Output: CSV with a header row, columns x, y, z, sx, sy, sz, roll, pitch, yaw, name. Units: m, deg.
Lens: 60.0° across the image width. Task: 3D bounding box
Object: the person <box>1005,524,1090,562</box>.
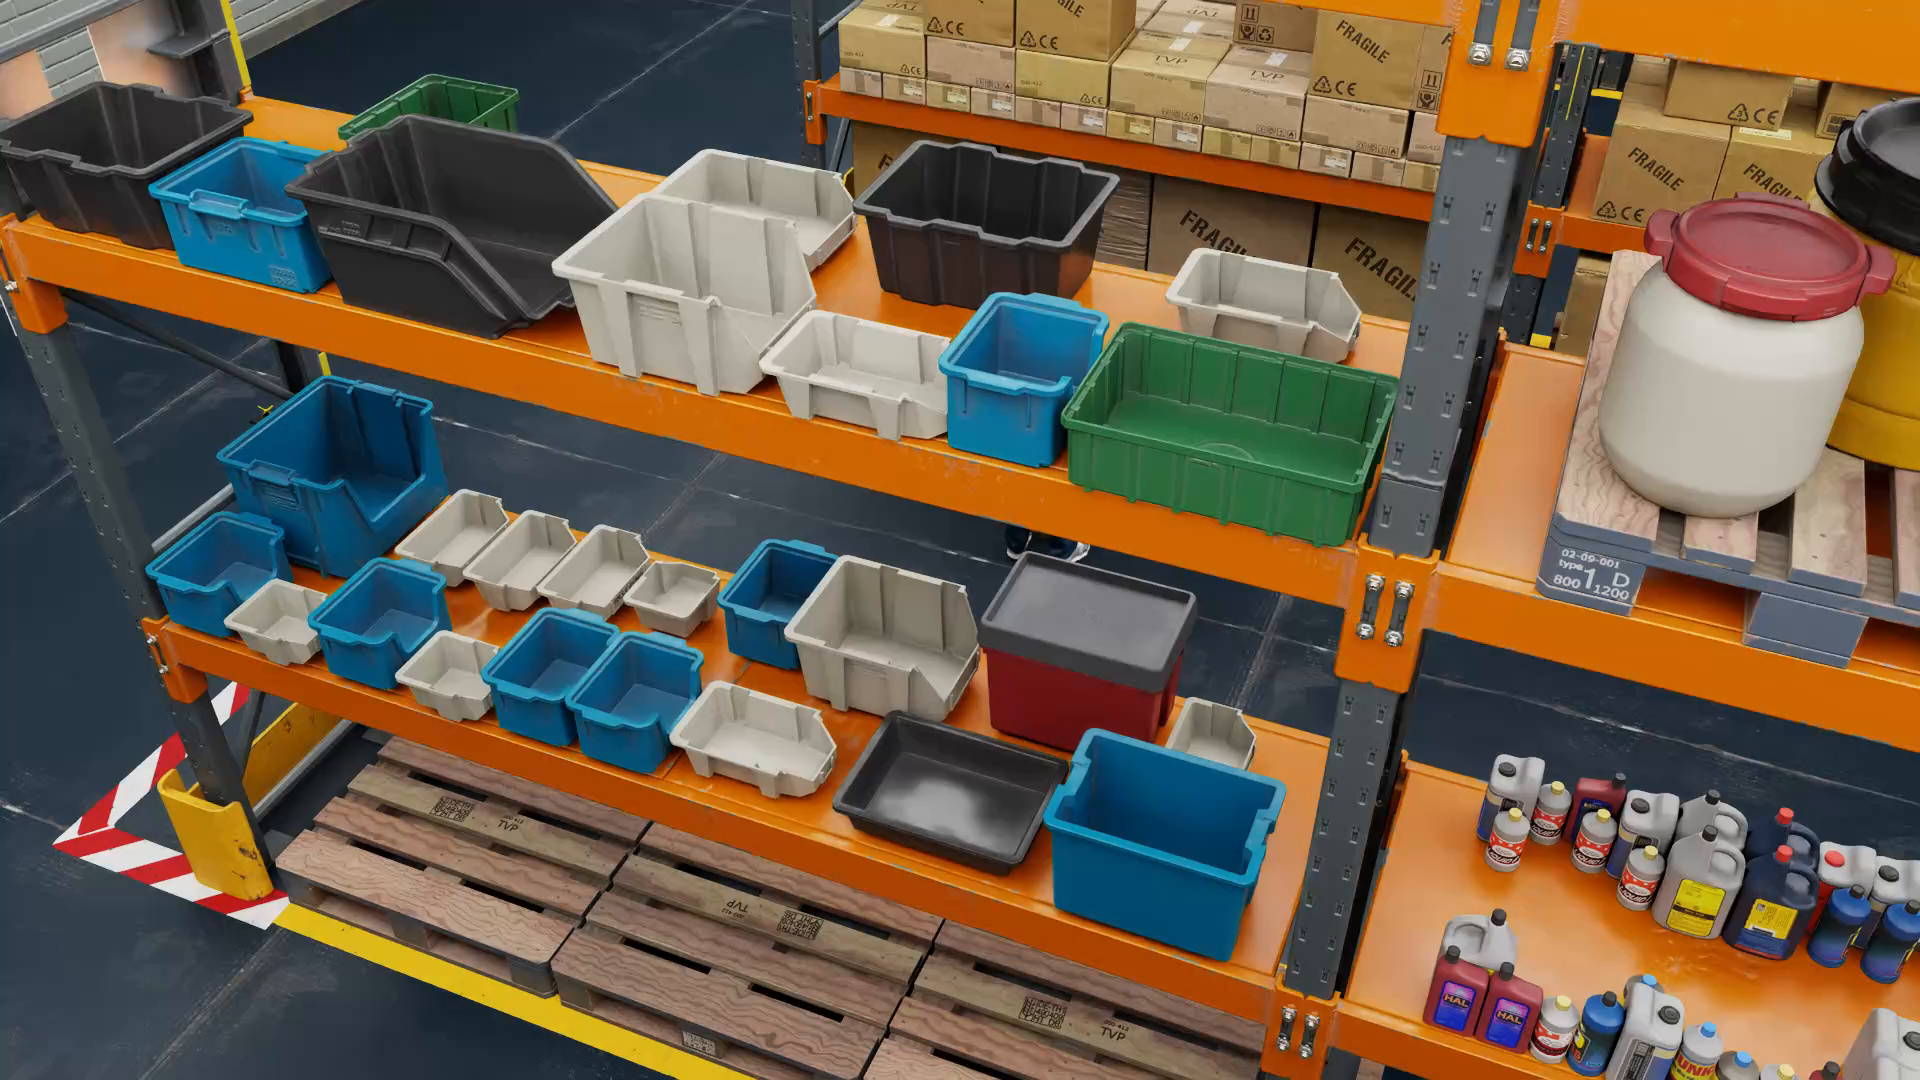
x,y,z,sx,sy,sz,roll,pitch,yaw,name
0.369,-0.559,7.544,0.470,1.590,0.348,13,40,15,person
